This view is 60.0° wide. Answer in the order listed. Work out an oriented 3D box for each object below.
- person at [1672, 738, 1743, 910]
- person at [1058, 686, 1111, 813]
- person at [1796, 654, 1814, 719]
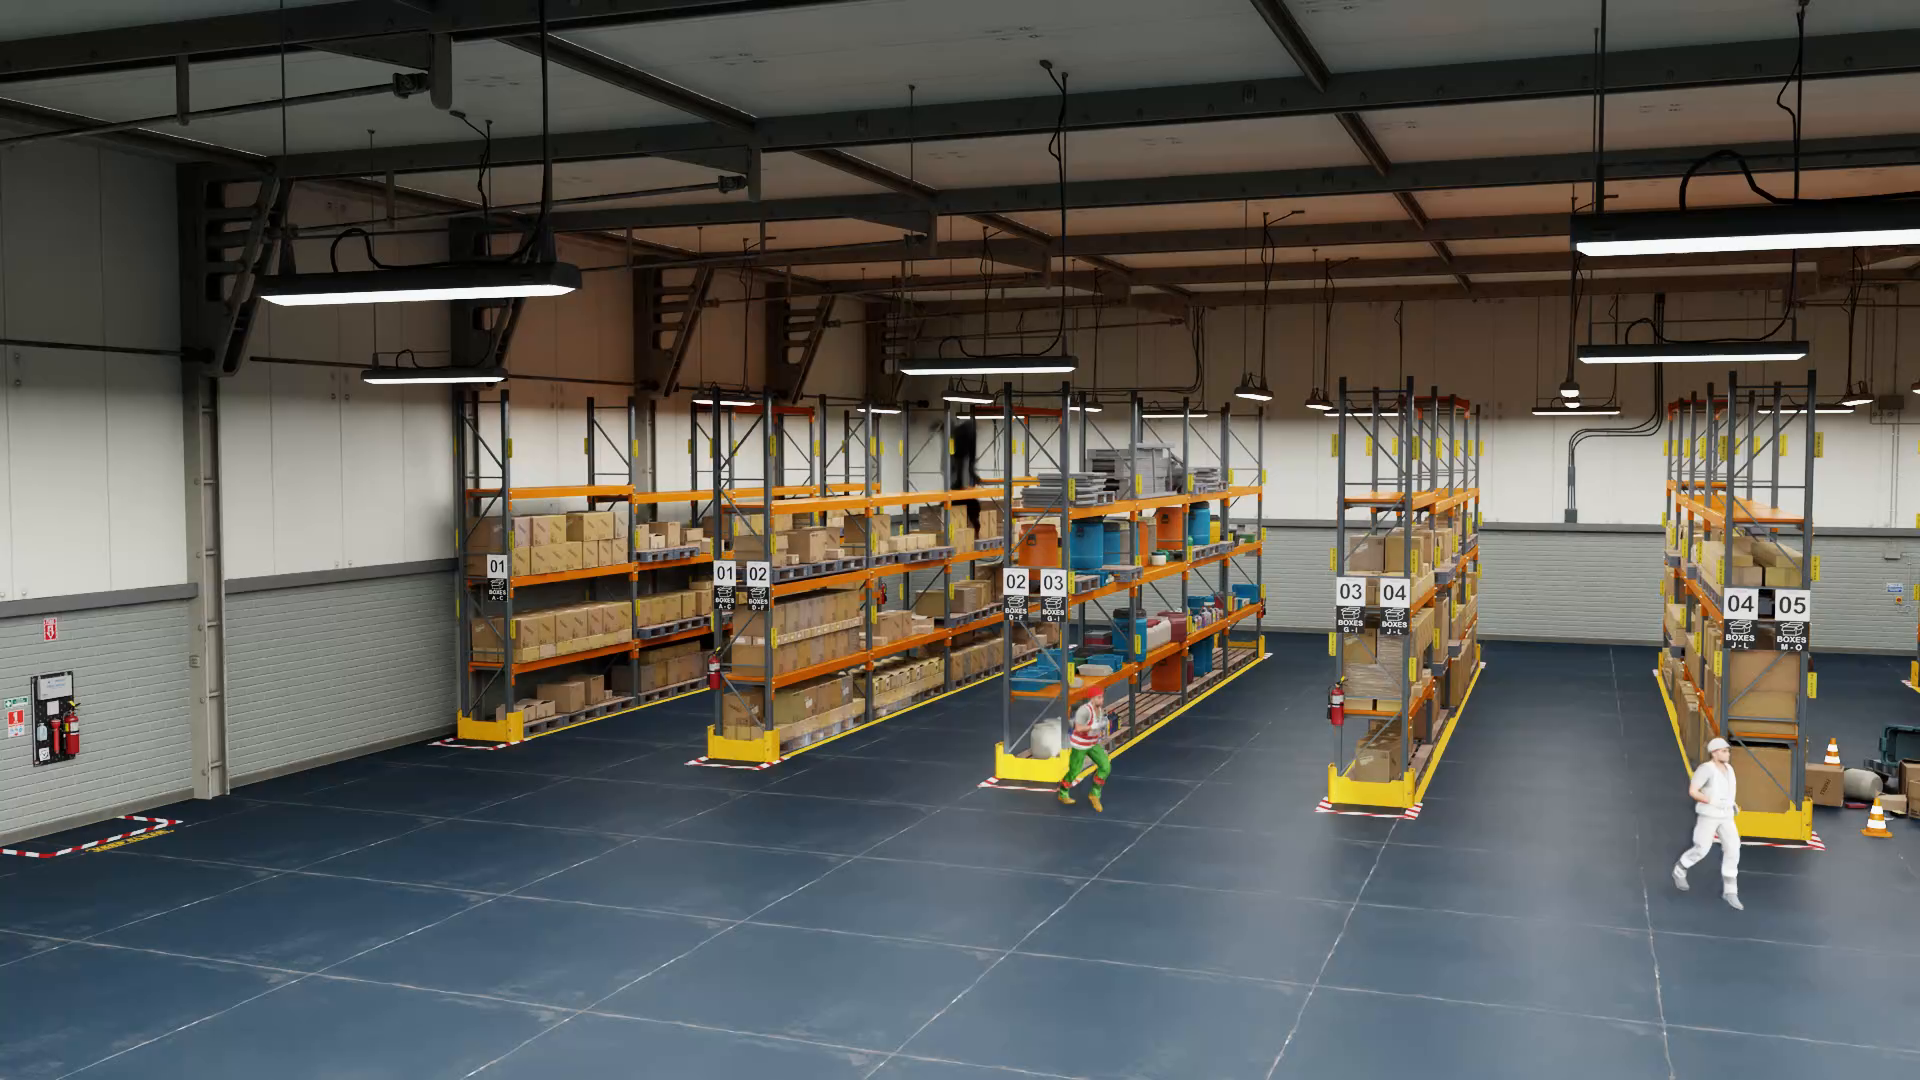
[{"bbox_3d":[8.358,3.086,18.390,0.698,1.800,0.945,-1,3,-19],"label":"person"},{"bbox_3d":[1.713,2.862,22.908,0.645,1.751,0.942,-3,4,-41],"label":"person"},{"bbox_3d":[15.335,2.521,30.554,0.606,1.656,0.674,1,3,16],"label":"person"}]
